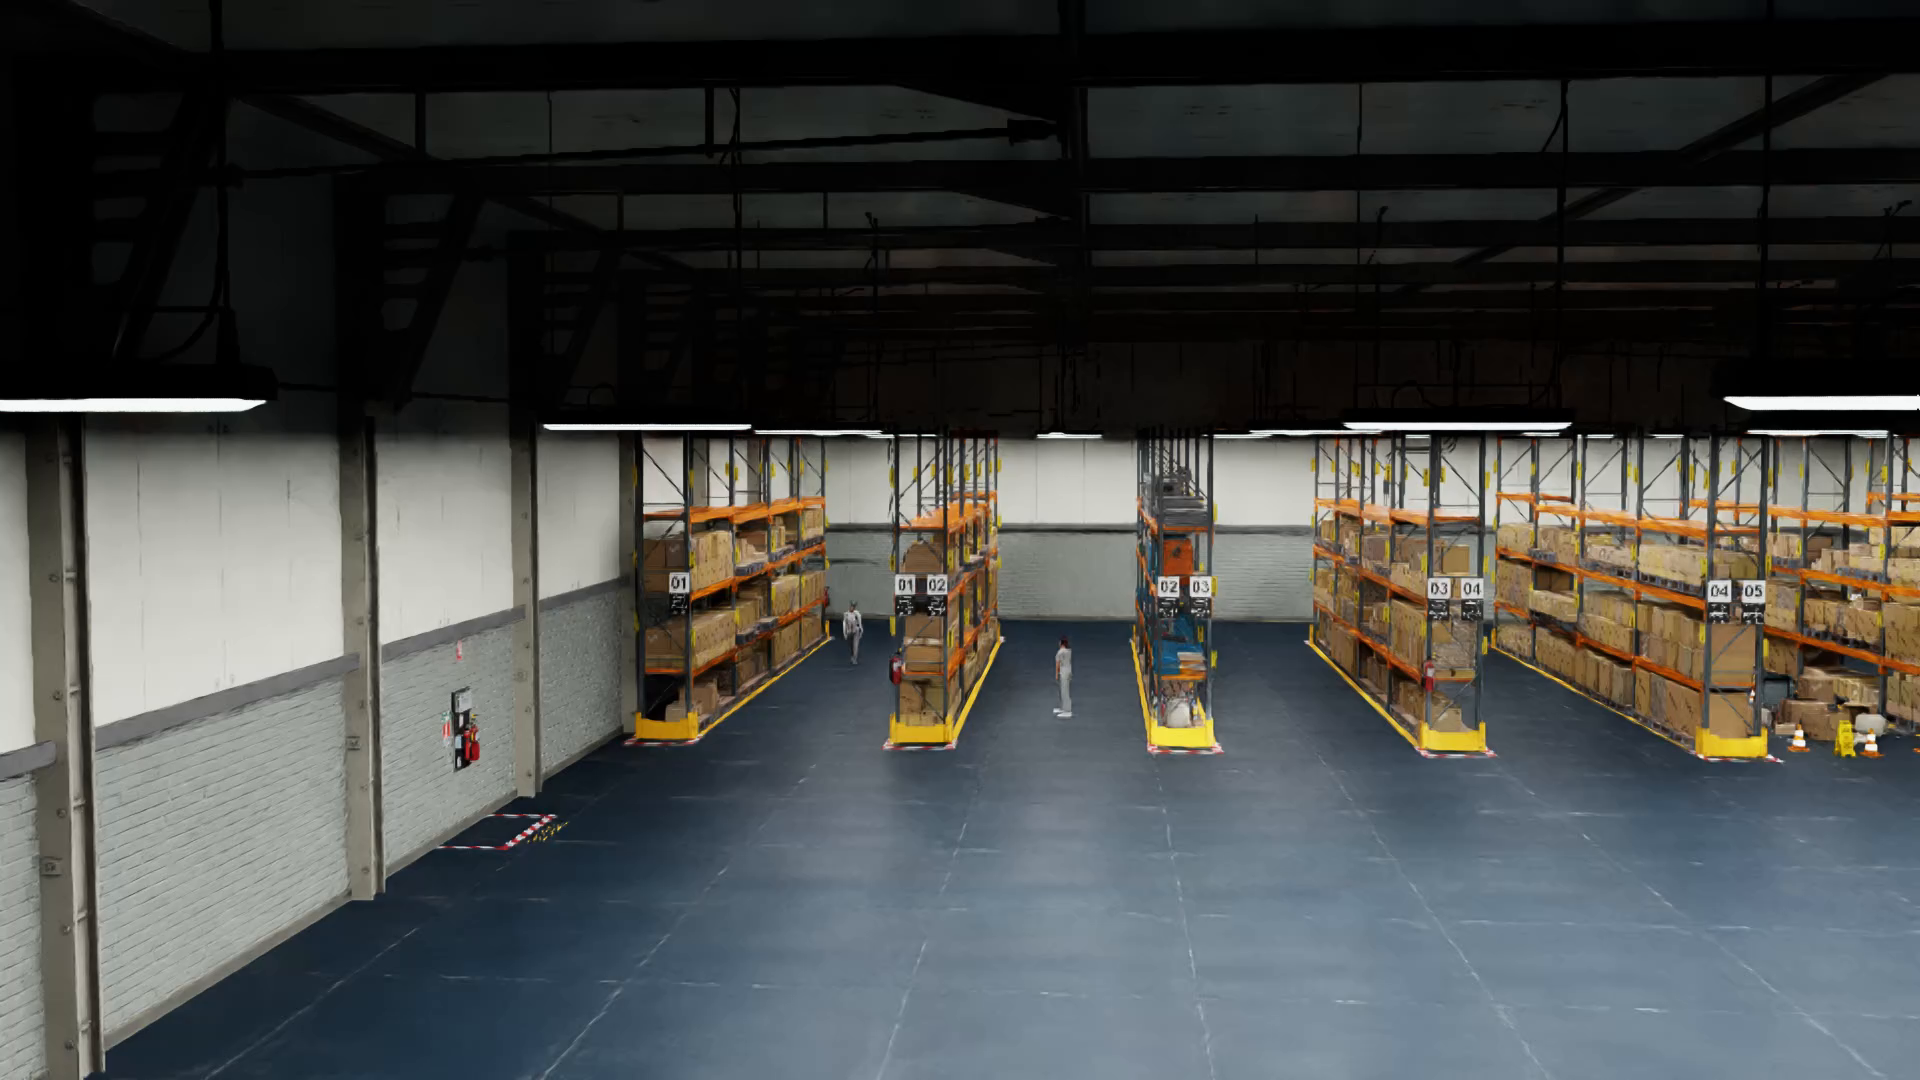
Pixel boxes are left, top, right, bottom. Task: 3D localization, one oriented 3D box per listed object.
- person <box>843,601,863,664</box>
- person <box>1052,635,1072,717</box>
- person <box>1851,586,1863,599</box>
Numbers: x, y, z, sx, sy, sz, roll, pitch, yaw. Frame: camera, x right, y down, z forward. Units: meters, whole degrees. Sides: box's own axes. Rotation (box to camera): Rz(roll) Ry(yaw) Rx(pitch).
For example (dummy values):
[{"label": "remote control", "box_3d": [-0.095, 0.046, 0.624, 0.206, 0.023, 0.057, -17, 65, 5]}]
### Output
[{"label": "person", "box_3d": [-2.766, 2.346, 42.660, 0.495, 1.589, 1.086, 0, 3, 7]}, {"label": "person", "box_3d": [2.136, 2.800, 34.489, 0.545, 1.664, 0.546, 2, 4, 32]}, {"label": "person", "box_3d": [25.251, 2.051, 46.563, 0.514, 1.766, 0.741, -1, 4, -20]}]
